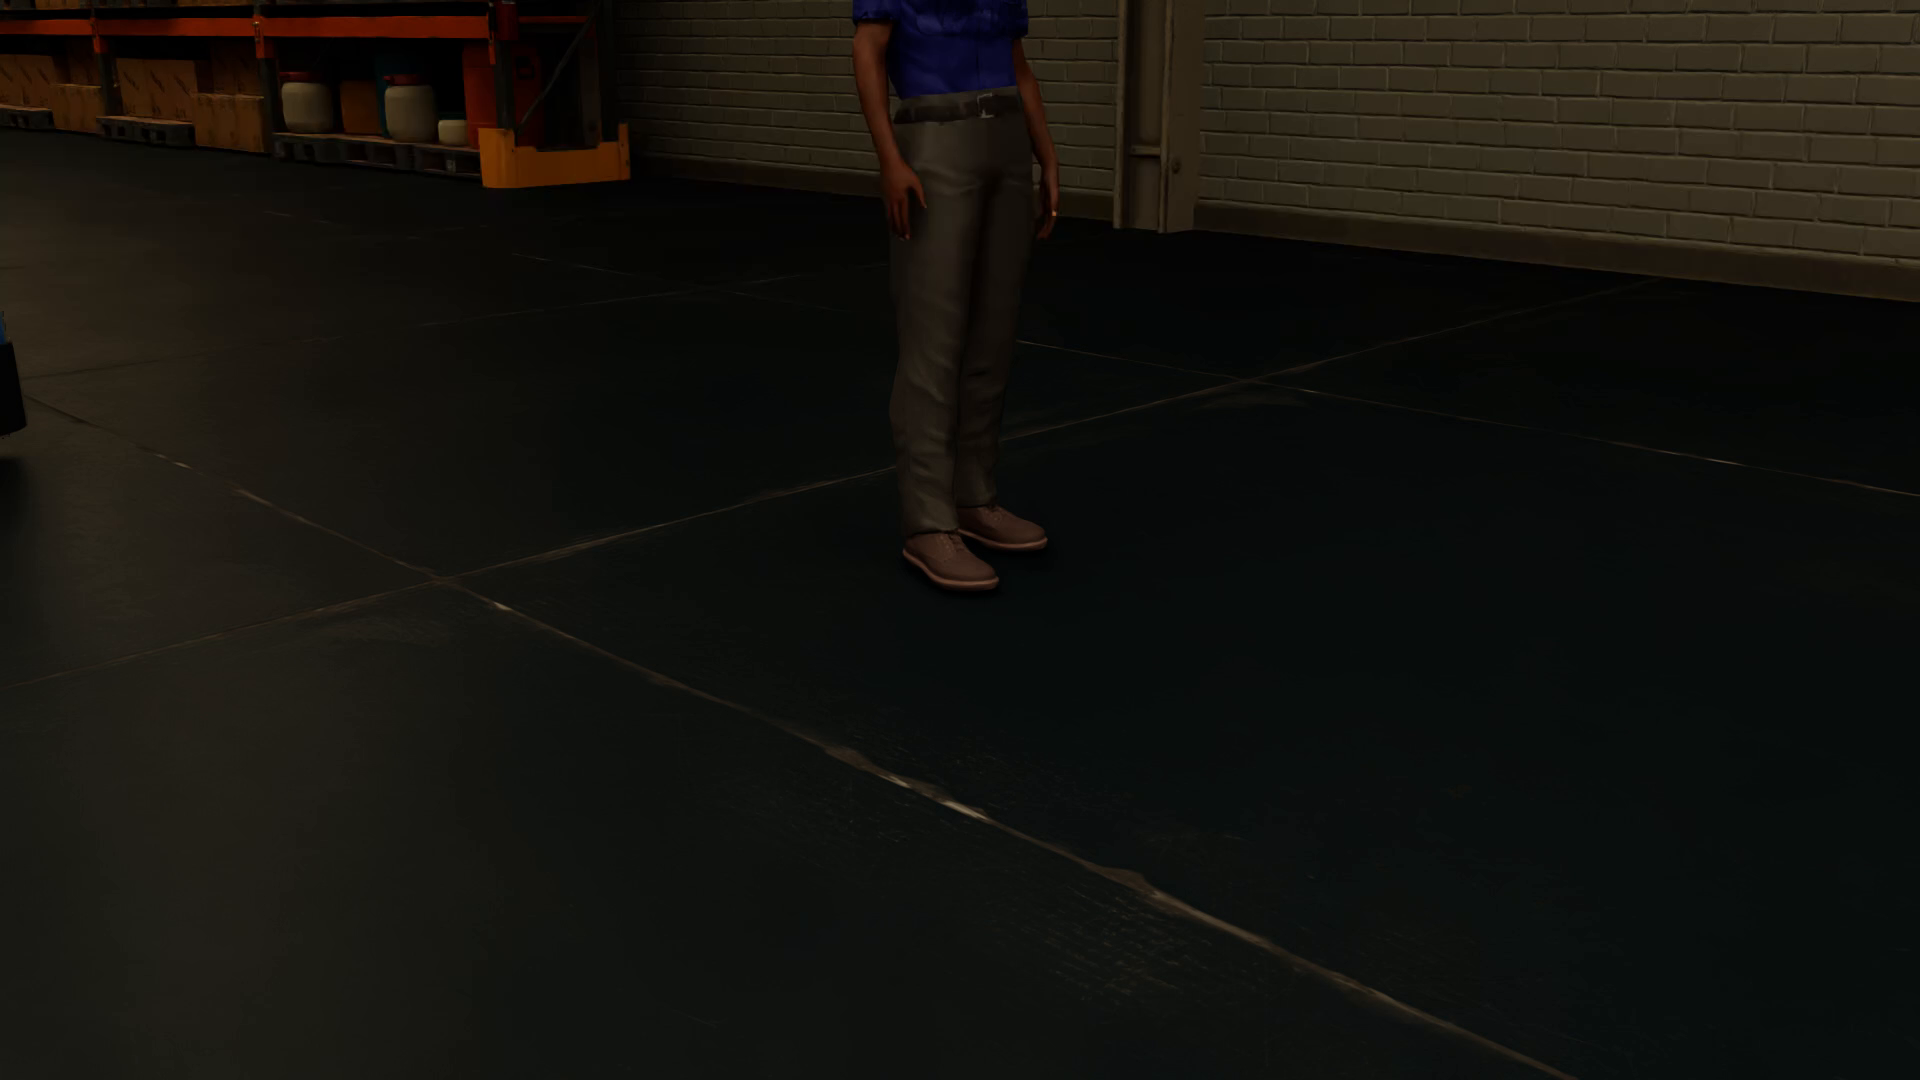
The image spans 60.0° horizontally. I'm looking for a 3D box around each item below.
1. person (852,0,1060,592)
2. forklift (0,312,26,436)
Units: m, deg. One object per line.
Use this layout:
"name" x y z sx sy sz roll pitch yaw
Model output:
"person" 0.048 -0.775 3.576 0.504 1.654 0.569 16 23 42
"forklift" -4.192 -1.590 4.076 3.031 2.935 1.130 3 17 9
